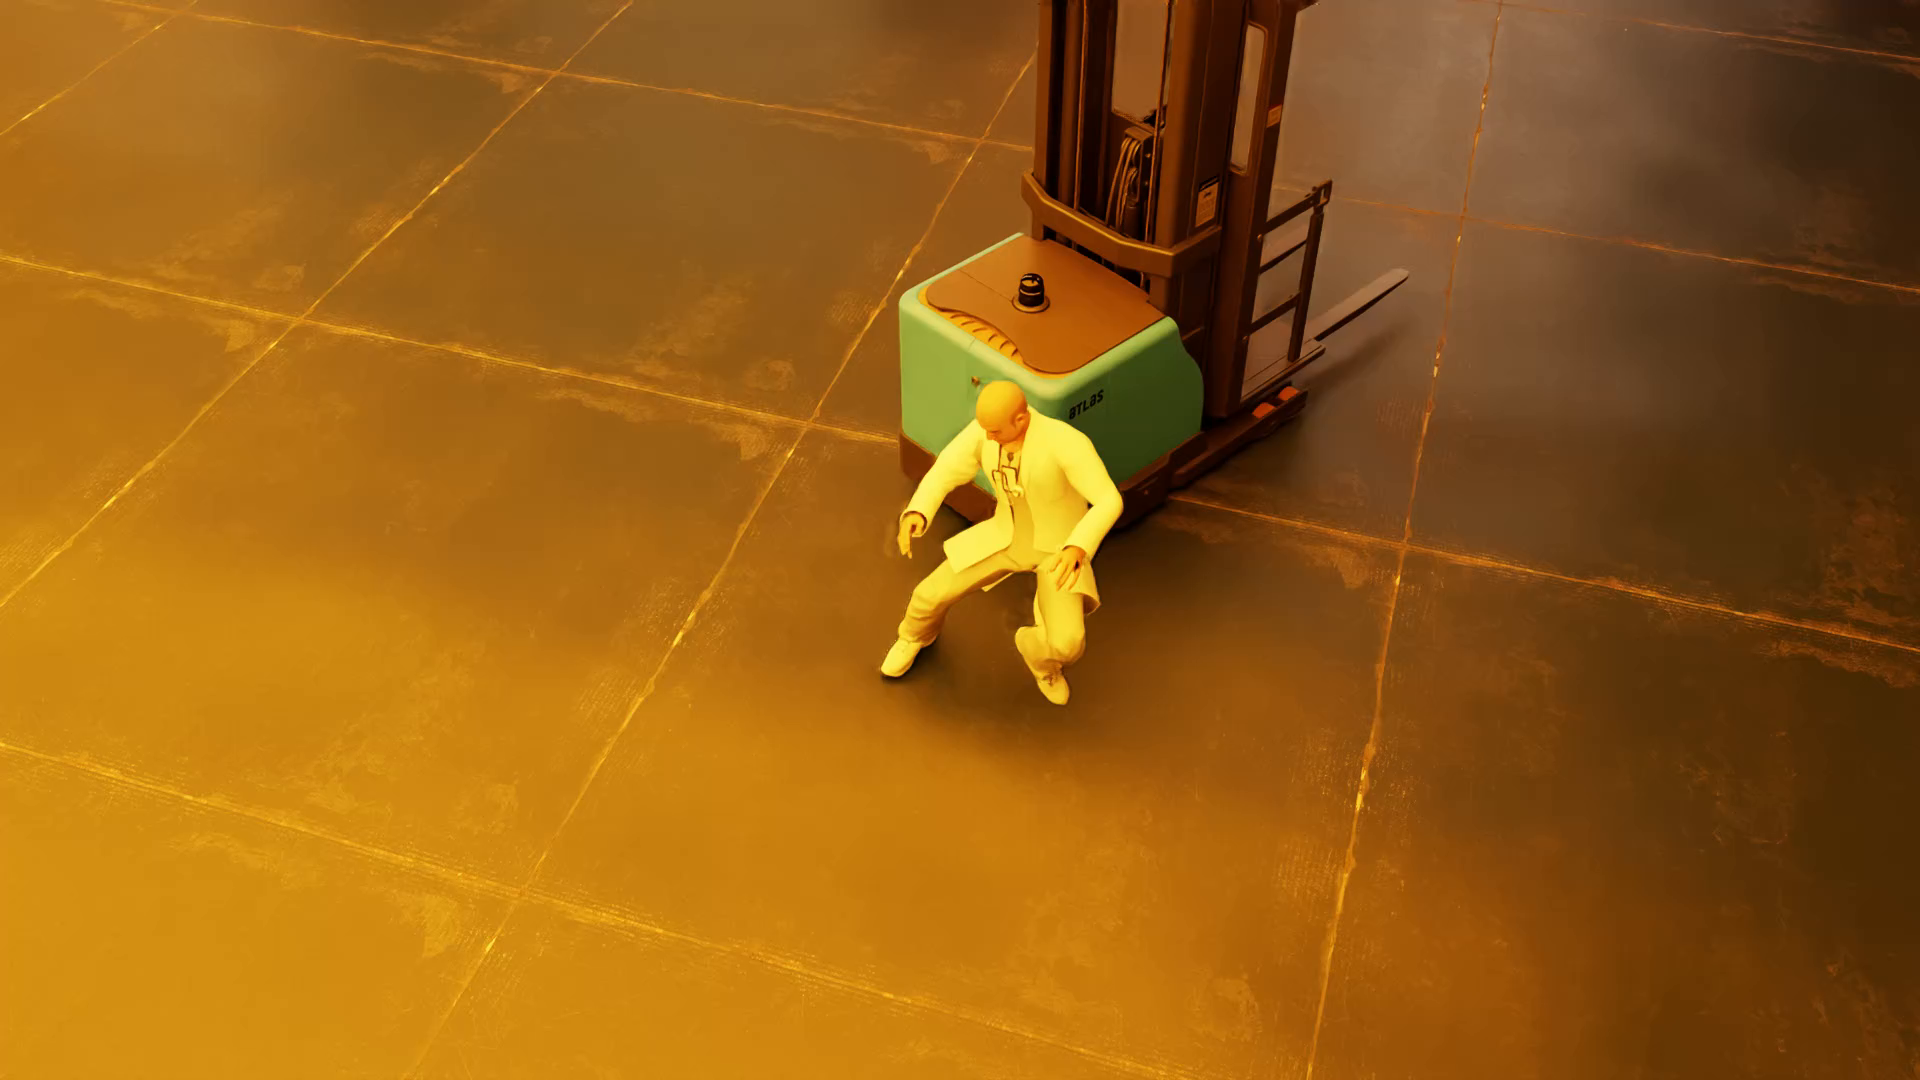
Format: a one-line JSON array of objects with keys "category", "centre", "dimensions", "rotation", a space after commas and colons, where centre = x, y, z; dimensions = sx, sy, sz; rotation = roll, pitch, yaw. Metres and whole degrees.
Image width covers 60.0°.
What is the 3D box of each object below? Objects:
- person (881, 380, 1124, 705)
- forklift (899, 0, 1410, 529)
[{"category": "person", "centre": [0.143, 0.081, 6.640], "dimensions": [0.957, 1.513, 0.820], "rotation": [25, 48, 24]}, {"category": "forklift", "centre": [1.129, -1.833, 7.659], "dimensions": [3.031, 2.935, 1.130], "rotation": [-33, 52, -30]}]
